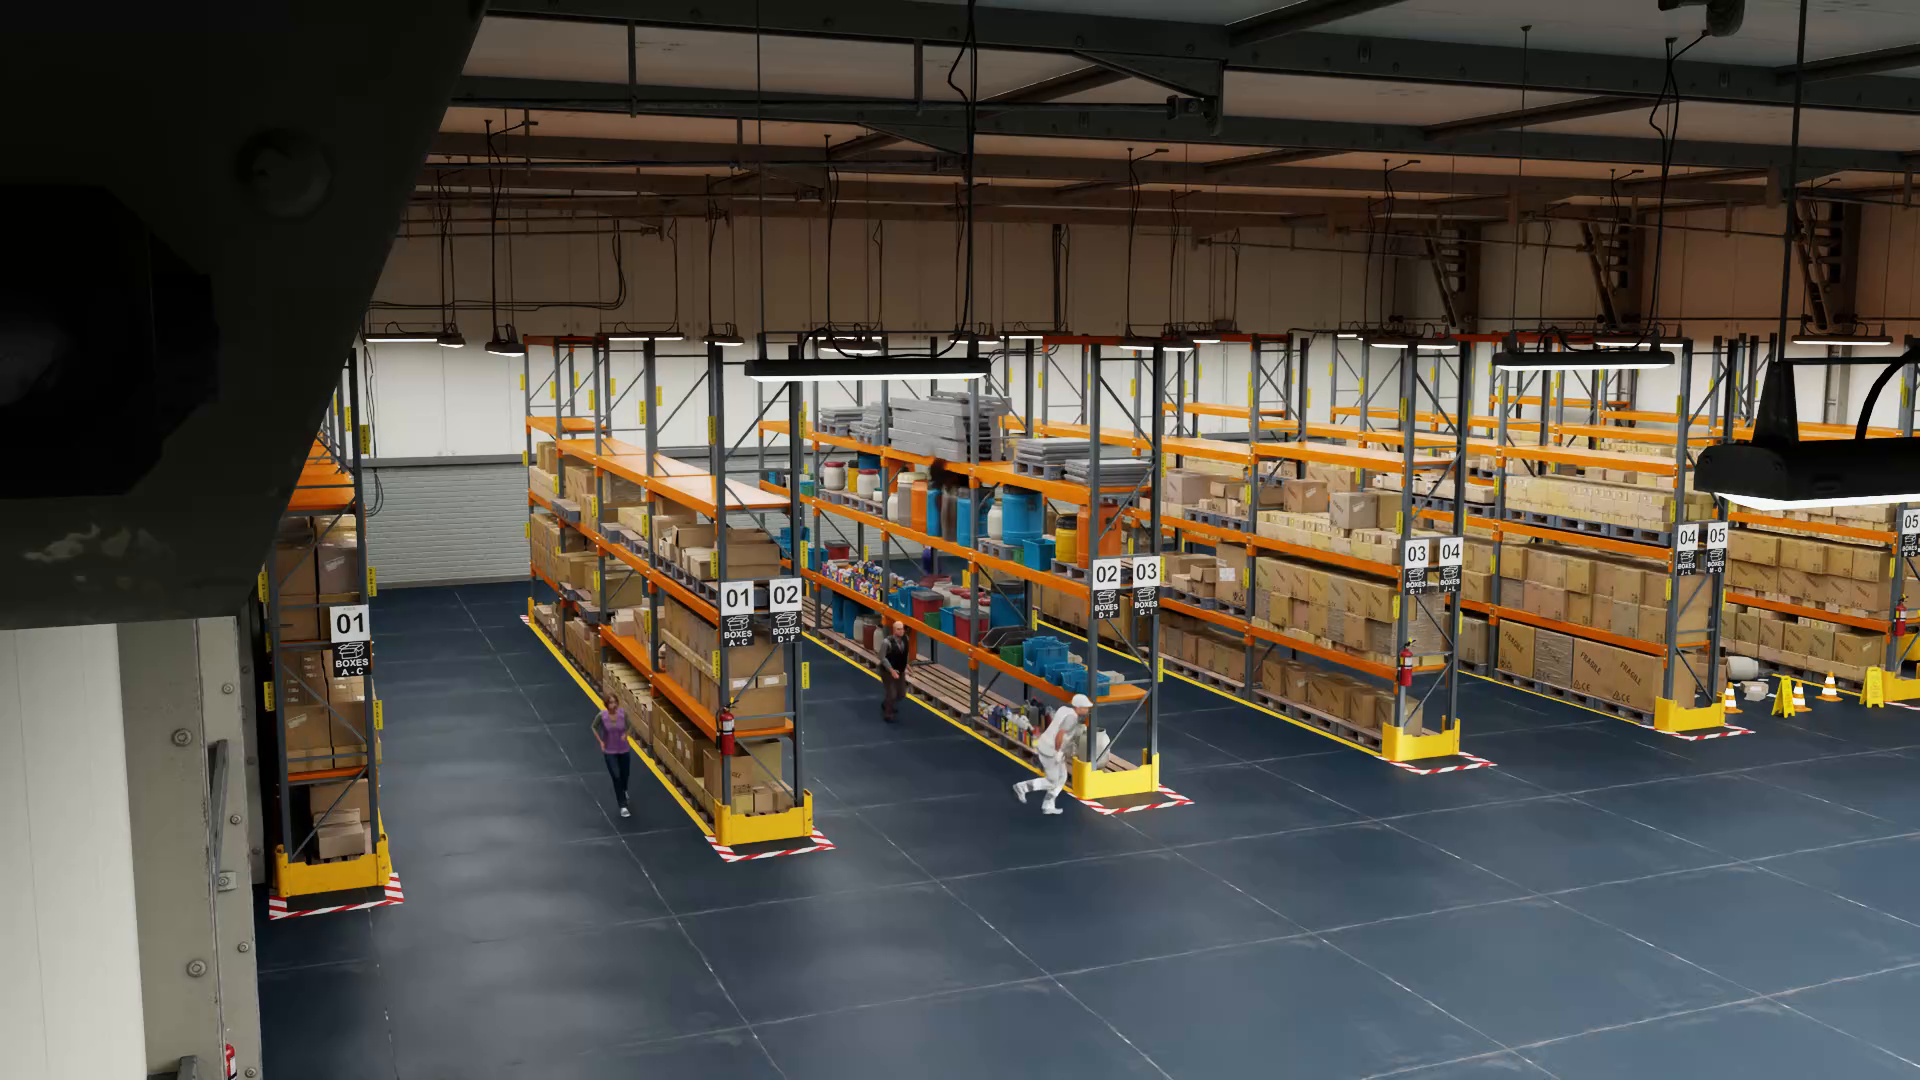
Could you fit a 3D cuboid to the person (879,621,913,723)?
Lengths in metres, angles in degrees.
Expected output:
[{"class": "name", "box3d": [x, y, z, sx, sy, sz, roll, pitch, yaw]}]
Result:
[{"class": "person", "box3d": [-1.088, 2.057, 26.109, 0.630, 1.658, 0.738, -7, 10, -41]}]

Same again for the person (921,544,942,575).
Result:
[{"class": "person", "box3d": [-0.678, 0.395, 38.983, 0.620, 1.599, 0.577, 5, 9, 34]}]

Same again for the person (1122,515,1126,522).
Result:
[{"class": "person", "box3d": [3.848, 0.161, 40.418, 0.619, 1.673, 0.720, 2, 8, 11]}]

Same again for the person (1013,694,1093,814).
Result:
[{"class": "person", "box3d": [1.186, 2.750, 21.244, 1.026, 1.571, 0.672, 0, 8, -4]}]

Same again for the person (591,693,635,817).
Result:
[{"class": "person", "box3d": [-4.439, 2.714, 21.346, 0.529, 1.566, 0.797, -4, 8, -25]}]
